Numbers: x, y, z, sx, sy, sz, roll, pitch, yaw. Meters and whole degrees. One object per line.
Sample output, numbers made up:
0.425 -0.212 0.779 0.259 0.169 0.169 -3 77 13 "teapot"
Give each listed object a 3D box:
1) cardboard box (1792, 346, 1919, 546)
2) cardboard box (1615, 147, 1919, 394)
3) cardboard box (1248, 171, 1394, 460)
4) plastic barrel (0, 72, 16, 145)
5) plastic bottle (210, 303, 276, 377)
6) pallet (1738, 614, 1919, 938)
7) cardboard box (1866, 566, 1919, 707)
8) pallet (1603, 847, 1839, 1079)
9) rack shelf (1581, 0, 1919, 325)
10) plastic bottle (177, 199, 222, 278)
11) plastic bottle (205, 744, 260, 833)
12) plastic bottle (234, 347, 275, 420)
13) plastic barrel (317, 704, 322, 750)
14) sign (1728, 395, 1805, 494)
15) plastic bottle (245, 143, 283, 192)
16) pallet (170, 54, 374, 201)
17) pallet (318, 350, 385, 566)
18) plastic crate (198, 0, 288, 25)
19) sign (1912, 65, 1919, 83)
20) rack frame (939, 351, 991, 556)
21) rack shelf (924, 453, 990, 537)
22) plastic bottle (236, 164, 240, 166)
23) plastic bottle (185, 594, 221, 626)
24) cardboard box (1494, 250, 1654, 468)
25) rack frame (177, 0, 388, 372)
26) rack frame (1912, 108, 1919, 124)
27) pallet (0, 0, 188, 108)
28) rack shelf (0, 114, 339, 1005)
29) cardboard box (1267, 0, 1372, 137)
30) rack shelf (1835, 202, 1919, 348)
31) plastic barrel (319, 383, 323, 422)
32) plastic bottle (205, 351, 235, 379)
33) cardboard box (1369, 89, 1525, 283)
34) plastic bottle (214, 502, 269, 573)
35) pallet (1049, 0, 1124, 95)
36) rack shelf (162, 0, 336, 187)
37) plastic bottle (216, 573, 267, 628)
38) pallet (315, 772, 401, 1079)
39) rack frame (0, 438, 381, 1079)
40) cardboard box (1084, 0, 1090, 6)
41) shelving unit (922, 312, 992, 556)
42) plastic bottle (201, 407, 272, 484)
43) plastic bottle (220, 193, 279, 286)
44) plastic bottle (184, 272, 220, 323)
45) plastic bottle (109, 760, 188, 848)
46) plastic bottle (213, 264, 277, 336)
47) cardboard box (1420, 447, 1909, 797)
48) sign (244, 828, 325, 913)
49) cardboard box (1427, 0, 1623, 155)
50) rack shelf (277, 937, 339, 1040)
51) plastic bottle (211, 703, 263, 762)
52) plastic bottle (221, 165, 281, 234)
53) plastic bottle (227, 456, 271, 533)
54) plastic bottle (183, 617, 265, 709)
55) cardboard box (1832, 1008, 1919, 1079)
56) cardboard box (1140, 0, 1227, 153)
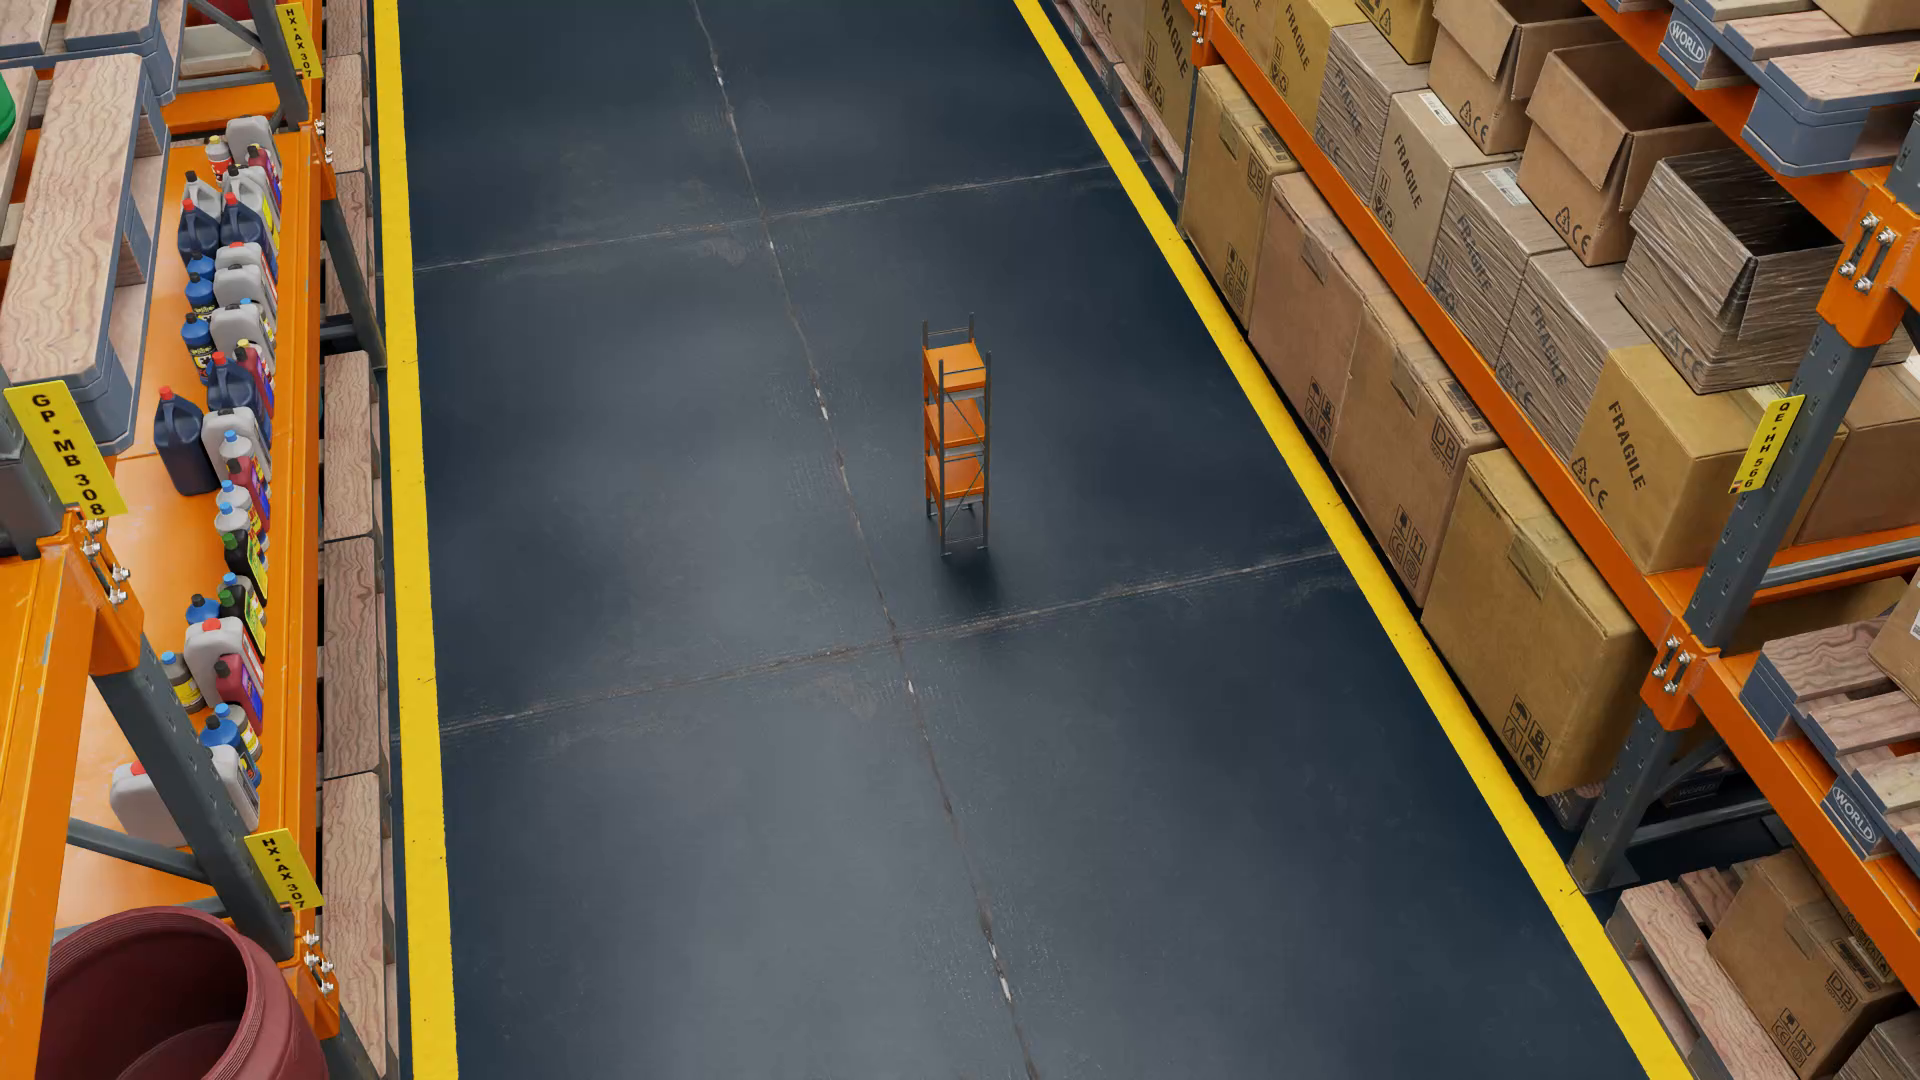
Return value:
2.773 -0.364 5.188 0.500 0.500 0.500 -9 46 -9 "cardboard box"
2.463 -0.838 4.949 0.797 0.503 0.637 -9 46 -9 "cardboard box"
2.023 -1.054 7.127 1.225 0.875 0.875 -12 47 -12 "cardboard box"
-2.202 -0.954 3.550 0.294 0.245 0.294 0 46 0 "plastic barrel"
-2.448 -0.690 5.664 0.152 0.276 0.135 -11 47 -10 "plastic bottle"
2.920 0.596 4.451 1.213 0.211 1.003 -11 47 -10 "pallet"
2.811 0.240 4.302 0.500 0.500 0.500 -16 48 -15 "cardboard box"
2.833 1.572 5.313 1.003 0.211 1.213 -11 47 -10 "pallet"
2.122 -2.123 5.384 1.077 0.370 4.000 -11 47 -10 "rack shelf"
-2.718 -1.054 5.968 0.144 0.351 0.185 -11 47 -10 "plastic bottle"
-1.952 0.647 4.353 0.152 0.276 0.135 -11 47 -10 "plastic bottle"
-2.344 -0.541 5.513 0.061 0.283 0.133 -11 47 -10 "plastic bottle"
-2.584 0.544 5.761 0.600 0.588 0.708 -11 47 -10 "plastic barrel"
2.099 -0.245 4.330 0.100 0.325 0.005 -11 47 -10 "sign"
-2.708 -1.442 6.453 0.097 0.201 0.097 0 46 0 "plastic bottle"
-3.719 -2.168 8.978 1.003 0.211 1.213 -11 47 -10 "pallet"
-3.020 -0.284 7.131 1.003 0.211 1.213 -11 47 -10 "pallet"
-3.164 -2.506 7.269 0.402 0.464 0.583 -11 47 -10 "plastic crate"
2.096 -1.107 3.467 0.100 0.325 0.005 -11 47 -10 "sign"
0.018 -0.320 6.579 0.200 1.050 0.008 -11 47 -10 "rack frame"
-0.014 -0.202 6.868 0.215 0.259 0.240 -11 47 -10 "rack shelf"
-2.733 -1.339 6.352 0.097 0.201 0.097 0 46 0 "plastic bottle"
-2.132 0.255 4.740 0.097 0.271 0.097 0 46 0 "plastic bottle"
2.147 -0.620 5.438 0.500 0.500 0.500 -11 47 -11 "cardboard box"
-3.177 -1.800 6.665 1.000 3.000 0.127 -11 47 -10 "rack frame"
2.634 -2.044 2.703 1.000 3.000 0.127 -11 47 -10 "rack frame"
-2.589 -1.478 4.381 1.003 0.211 1.213 -11 47 -10 "pallet"
-2.665 -0.167 5.568 1.077 0.370 4.000 -11 47 -10 "rack shelf"
1.616 -2.030 6.820 0.500 0.500 0.500 -11 47 -10 "cardboard box"
3.146 0.639 2.678 1.077 0.370 4.000 -11 47 -10 "rack shelf"
-3.055 -0.834 6.893 0.600 0.901 0.708 -11 47 -10 "plastic barrel"
-2.416 -0.510 5.491 0.097 0.271 0.097 0 46 0 "plastic bottle"
1.881 -1.329 6.133 0.500 0.500 0.500 -10 46 -10 "cardboard box"
-2.167 -0.007 4.998 0.097 0.271 0.097 0 46 0 "plastic bottle"
1.176 -3.113 9.904 1.003 0.211 1.213 -11 47 -10 "pallet"
-3.689 -2.929 8.275 1.077 0.370 4.000 -11 47 -10 "rack shelf"
-2.108 0.177 4.866 0.097 0.201 0.097 0 46 0 "plastic bottle"
-2.396 1.401 5.480 1.003 0.211 1.213 -11 47 -10 "pallet"
-2.153 0.962 3.958 1.000 3.000 0.127 -11 47 -10 "rack frame"
1.061 -3.815 9.833 0.875 0.875 0.875 -11 47 -10 "cardboard box"
-0.014 -0.404 6.662 0.215 1.050 0.252 -11 47 -10 "shelving unit"
-2.307 -0.310 5.291 0.152 0.276 0.135 -11 47 -10 "plastic bottle"
-2.578 -1.080 5.994 0.144 0.351 0.185 -11 47 -10 "plastic bottle"
-2.623 -0.813 5.787 0.097 0.271 0.097 0 46 0 "plastic bottle"
-2.099 0.675 4.326 0.152 0.276 0.135 -11 47 -10 "plastic bottle"
-2.507 -0.850 5.821 0.152 0.276 0.135 -11 47 -10 "plastic bottle"
2.478 0.172 5.925 1.225 0.875 0.875 -13 47 -12 "cardboard box"
-1.623 0.799 4.003 0.100 0.325 0.005 -11 47 -10 "sign"
2.121 -1.750 5.843 0.797 0.503 0.637 -9 46 -9 "cardboard box"
-1.641 2.594 2.862 1.077 0.370 4.000 -11 47 -10 "rack shelf"
-1.980 0.521 4.529 0.097 0.201 0.097 0 46 0 "plastic bottle"
-2.671 -1.291 6.253 0.152 0.276 0.135 -11 47 -10 "plastic bottle"
-2.203 -0.162 5.140 0.061 0.283 0.133 -11 47 -10 "plastic bottle"
-2.070 0.328 4.666 0.152 0.276 0.135 -11 47 -10 "plastic bottle"
2.980 1.616 4.758 0.700 0.500 0.500 -14 47 -14 "cardboard box"
1.519 -2.579 8.622 0.875 0.875 0.875 -11 47 -10 "cardboard box"
